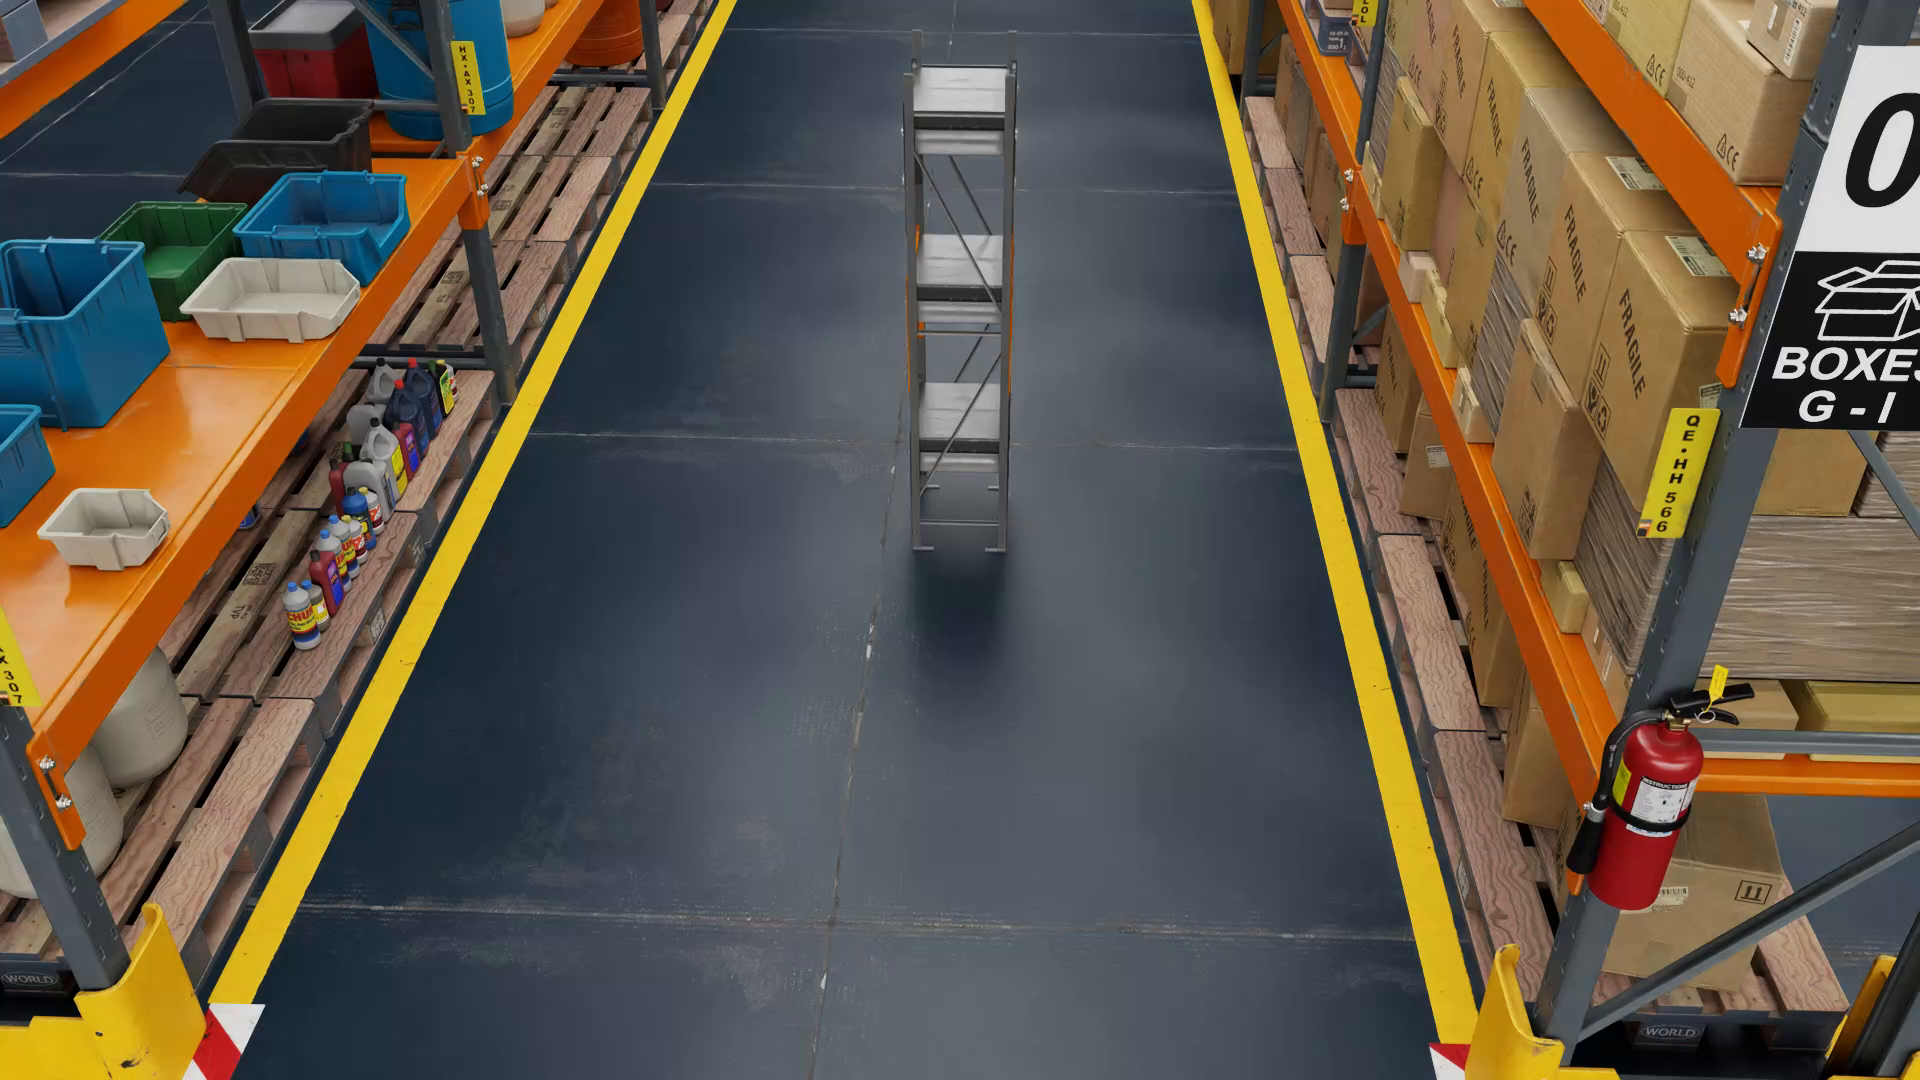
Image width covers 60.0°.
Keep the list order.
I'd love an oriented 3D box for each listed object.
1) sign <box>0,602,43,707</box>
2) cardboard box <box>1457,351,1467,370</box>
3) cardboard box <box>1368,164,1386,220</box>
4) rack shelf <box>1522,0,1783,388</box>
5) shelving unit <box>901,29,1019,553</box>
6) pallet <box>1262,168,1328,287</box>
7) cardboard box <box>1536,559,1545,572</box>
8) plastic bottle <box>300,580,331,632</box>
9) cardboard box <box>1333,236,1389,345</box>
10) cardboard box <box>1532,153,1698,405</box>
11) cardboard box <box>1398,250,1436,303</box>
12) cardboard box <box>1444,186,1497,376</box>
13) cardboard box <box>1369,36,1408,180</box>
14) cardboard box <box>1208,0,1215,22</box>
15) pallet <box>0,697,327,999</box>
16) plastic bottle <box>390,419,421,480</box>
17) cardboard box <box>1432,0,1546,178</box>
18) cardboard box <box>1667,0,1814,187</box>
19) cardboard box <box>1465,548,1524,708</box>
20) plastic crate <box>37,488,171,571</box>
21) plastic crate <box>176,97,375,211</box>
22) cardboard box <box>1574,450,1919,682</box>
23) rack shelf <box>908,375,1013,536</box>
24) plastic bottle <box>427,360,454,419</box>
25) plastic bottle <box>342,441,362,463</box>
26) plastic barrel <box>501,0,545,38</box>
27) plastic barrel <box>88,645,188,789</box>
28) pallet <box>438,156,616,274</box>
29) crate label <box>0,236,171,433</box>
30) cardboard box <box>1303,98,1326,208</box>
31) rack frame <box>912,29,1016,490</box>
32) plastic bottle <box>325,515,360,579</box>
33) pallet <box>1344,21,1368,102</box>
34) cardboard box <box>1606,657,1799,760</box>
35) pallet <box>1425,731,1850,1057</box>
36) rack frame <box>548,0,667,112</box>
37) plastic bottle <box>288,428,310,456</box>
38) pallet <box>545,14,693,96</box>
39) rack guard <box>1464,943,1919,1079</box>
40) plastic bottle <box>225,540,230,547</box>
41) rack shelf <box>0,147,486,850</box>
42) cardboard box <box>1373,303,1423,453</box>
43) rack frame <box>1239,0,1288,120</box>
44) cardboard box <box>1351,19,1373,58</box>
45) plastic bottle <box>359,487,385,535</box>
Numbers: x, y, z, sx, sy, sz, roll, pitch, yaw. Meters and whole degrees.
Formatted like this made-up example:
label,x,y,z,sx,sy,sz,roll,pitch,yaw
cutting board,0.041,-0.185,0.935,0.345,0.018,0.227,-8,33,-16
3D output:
label,x,y,z,sx,sy,sz,roll,pitch,yaw
sign,-2.311,0.275,4.009,0.100,0.325,0.005,1,35,2
cardboard box,1.928,-0.584,5.691,0.380,0.149,0.250,1,35,2
cardboard box,1.917,-1.448,6.919,0.380,0.149,0.250,1,35,2
rack shelf,2.168,-1.594,4.926,1.077,0.370,4.000,1,35,2
shelving unit,0.007,-0.954,6.782,0.431,2.100,0.503,1,35,2
pallet,2.325,-1.819,9.655,1.003,0.211,1.213,1,35,2
cardboard box,1.888,-0.010,4.873,0.380,0.149,0.250,1,35,2
plastic bottle,-2.473,0.244,6.344,0.097,0.201,0.097,0,35,0
cardboard box,2.295,-1.320,8.311,0.700,0.500,0.500,-1,35,-2
cardboard box,1.878,-0.693,4.412,0.500,0.500,0.500,1,35,2
cardboard box,1.882,-1.017,6.306,0.380,0.149,0.250,1,35,2
cardboard box,2.133,-0.853,5.510,0.875,0.500,0.500,1,35,2
cardboard box,2.169,-1.716,6.737,0.875,0.500,0.500,1,35,2
cardboard box,2.501,-4.319,12.269,1.225,0.875,0.875,1,35,2
pallet,-2.867,1.003,5.639,1.003,0.211,1.213,1,35,2
plastic bottle,-2.411,-0.412,7.207,0.061,0.283,0.133,4,35,5
cardboard box,1.937,-1.555,5.638,0.500,0.500,0.500,1,35,2
cardboard box,1.854,-0.961,3.530,0.500,0.250,0.500,2,35,3
cardboard box,2.164,0.277,6.056,0.500,0.500,0.500,4,35,6
plastic crate,-2.503,-0.025,4.907,0.298,0.136,0.250,1,35,2
plastic crate,-2.848,-1.601,6.974,0.767,0.338,0.504,1,35,2
cardboard box,2.138,0.010,4.281,0.875,0.500,0.500,1,35,2
rack shelf,0.007,-0.370,7.192,0.431,0.518,0.480,1,35,2
plastic bottle,-2.390,-0.709,7.630,0.061,0.283,0.133,3,35,4
plastic bottle,-2.562,-0.308,7.060,0.061,0.283,0.133,1,35,2
plastic barrel,-2.413,-2.946,8.715,0.433,0.535,0.433,0,35,0
plastic barrel,-2.891,0.552,5.655,0.421,0.512,0.421,0,35,0
pallet,-2.661,-1.939,9.825,1.003,0.211,1.213,1,35,2
crate label,-3.057,-0.705,5.613,0.502,0.435,0.616,1,35,2
cardboard box,2.377,-2.235,9.613,0.700,0.500,0.500,4,35,6
rack frame,0.016,-1.094,6.981,0.400,2.100,0.015,1,35,2
plastic bottle,-2.459,0.021,6.602,0.097,0.271,0.097,0,35,0
pallet,2.425,-2.167,7.892,1.003,0.211,1.213,1,35,2
cardboard box,1.893,0.422,4.259,0.380,0.149,0.250,1,35,2
pallet,2.159,1.119,5.474,1.003,0.211,1.213,1,35,2
rack frame,-2.540,-4.223,10.650,1.000,3.000,0.127,1,35,2
plastic bottle,-3.003,-0.563,7.364,0.144,0.351,0.185,1,35,2
pallet,-2.550,-3.536,12.097,1.003,0.211,1.213,1,35,2
rack guard,2.091,1.467,4.728,1.175,0.500,0.348,1,35,2
plastic bottle,-3.057,-0.068,6.790,0.097,0.201,0.097,0,35,0
rack shelf,-2.781,-0.481,5.952,1.077,0.370,4.000,1,35,2
cardboard box,2.193,-0.730,7.489,0.500,0.500,0.500,0,35,0
rack frame,2.409,-4.108,10.487,1.000,3.000,0.127,1,35,2
cardboard box,2.421,-2.681,7.569,1.000,1.000,1.000,2,35,2
plastic bottle,-2.447,-0.125,6.871,0.097,0.201,0.097,0,35,0
